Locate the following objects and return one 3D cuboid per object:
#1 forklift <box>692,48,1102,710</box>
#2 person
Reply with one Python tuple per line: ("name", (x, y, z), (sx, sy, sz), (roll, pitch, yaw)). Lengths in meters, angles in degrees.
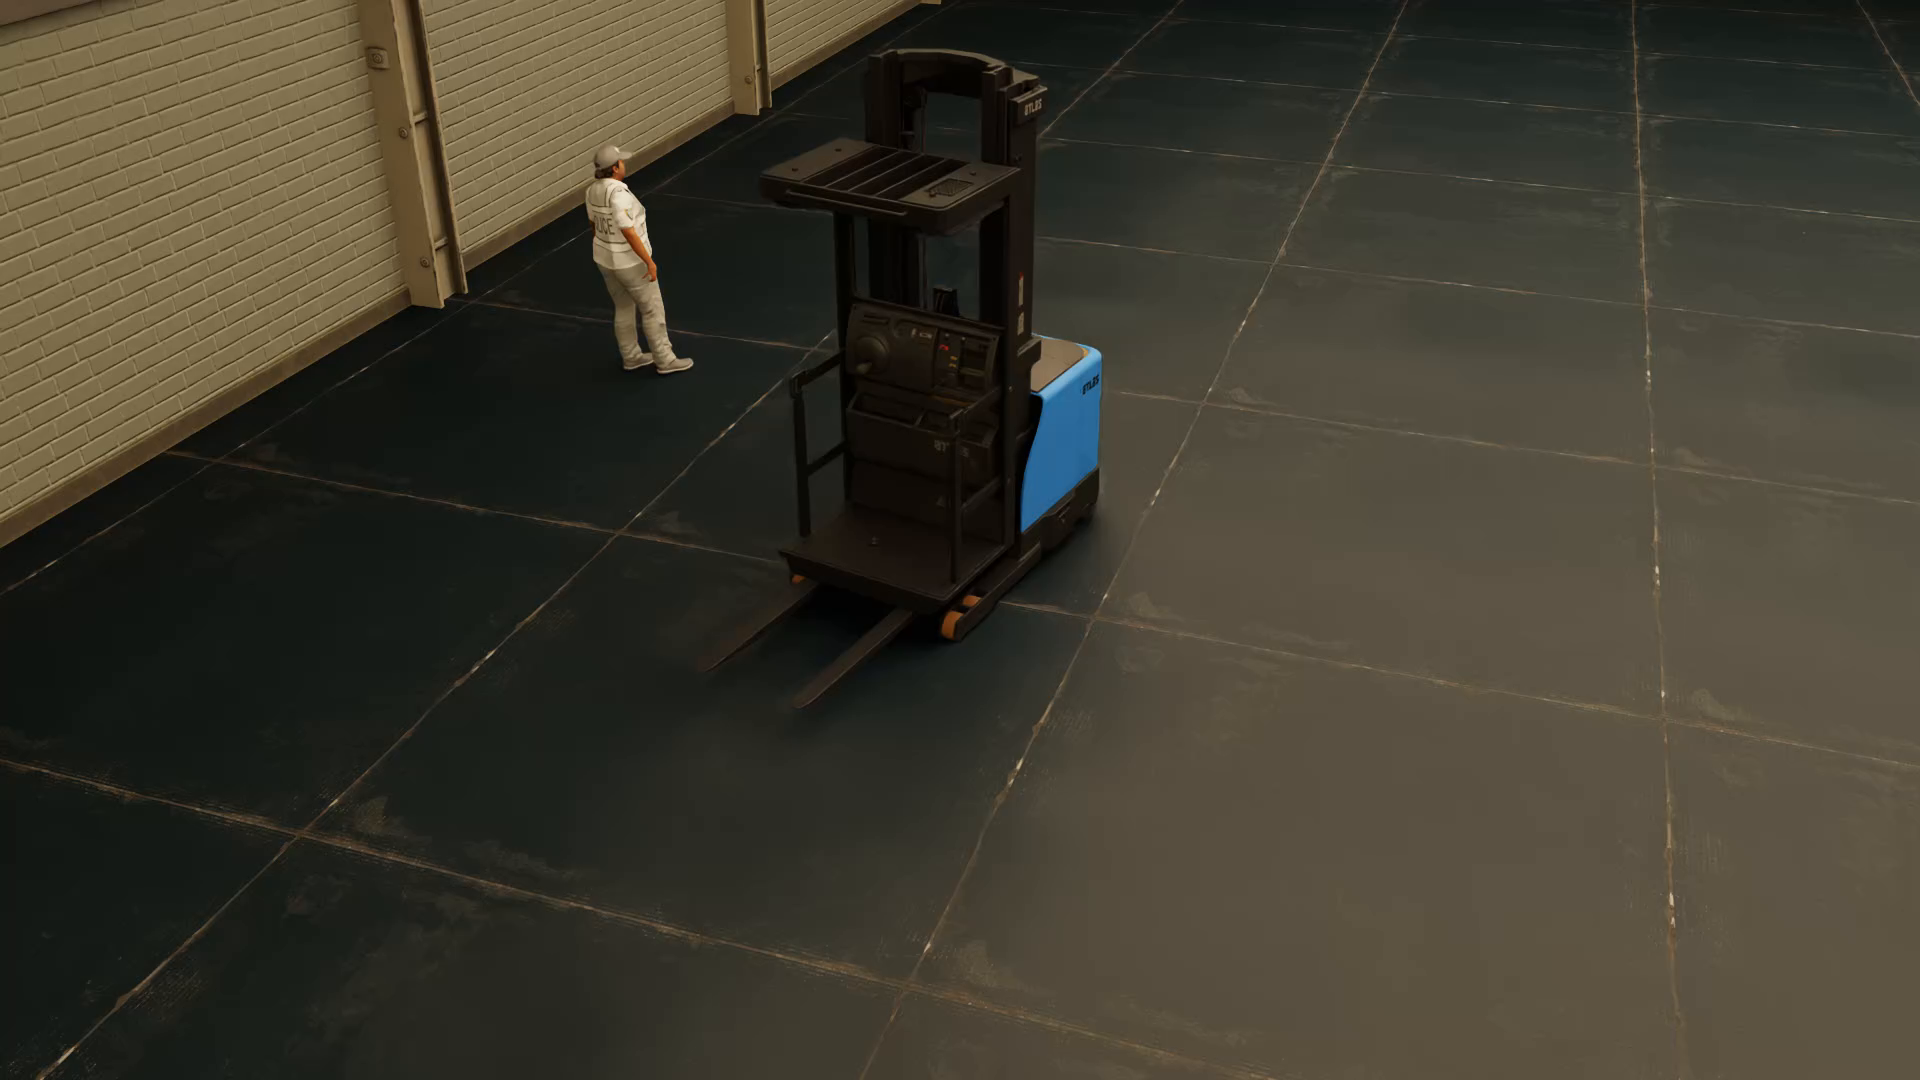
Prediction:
("forklift", (-0.316, -0.978, 8.852), (1.130, 2.935, 3.031), (16, 33, 26))
("person", (-2.340, -2.019, 11.947), (0.586, 1.673, 0.531), (26, 39, 38))
